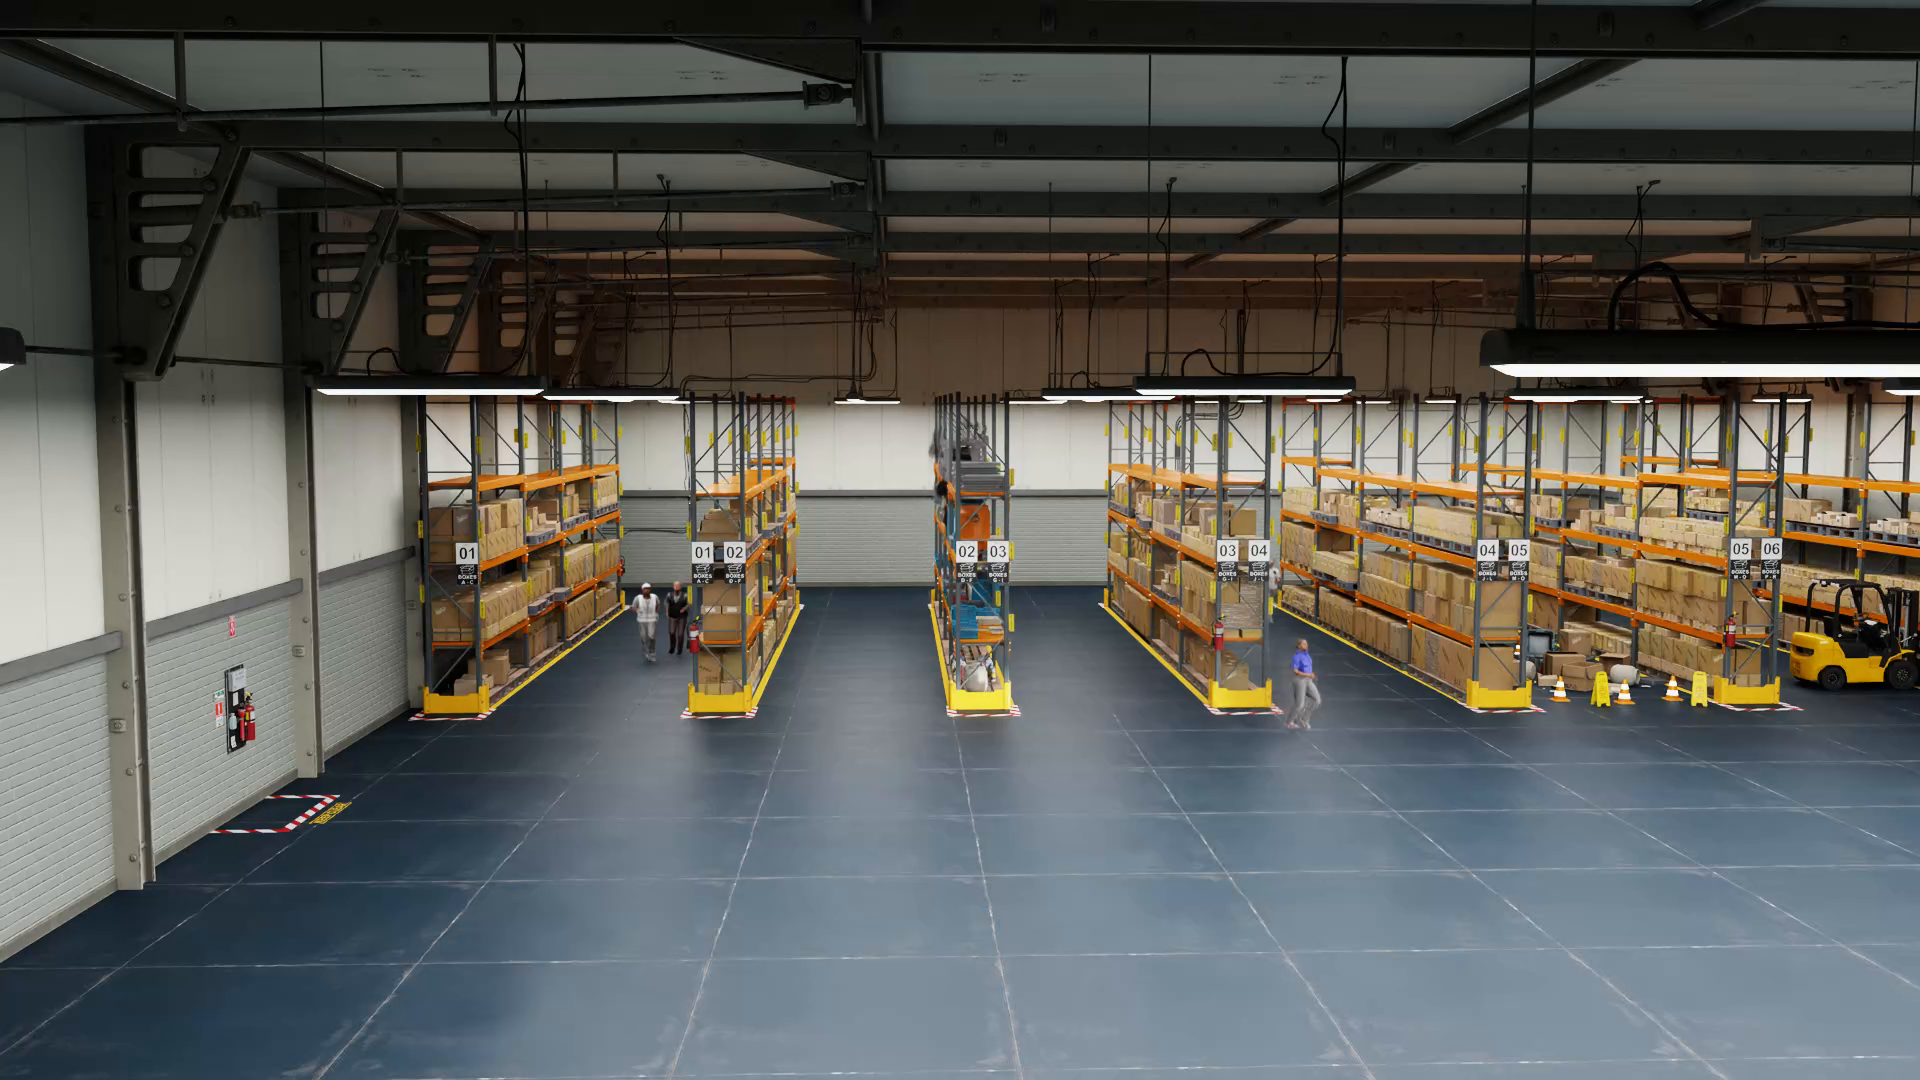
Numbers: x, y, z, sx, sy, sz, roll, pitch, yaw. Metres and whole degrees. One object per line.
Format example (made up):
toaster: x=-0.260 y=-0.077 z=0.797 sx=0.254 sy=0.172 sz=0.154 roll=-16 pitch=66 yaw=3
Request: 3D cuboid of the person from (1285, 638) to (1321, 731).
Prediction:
person: x=6.076 y=2.555 z=29.439 sx=0.576 sy=1.653 sz=0.654 roll=-5 pitch=6 yaw=-45

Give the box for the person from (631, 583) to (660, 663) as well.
person: x=-7.032 y=1.865 z=37.269 sx=0.645 sy=1.812 sz=0.714 roll=-1 pitch=5 yaw=-12

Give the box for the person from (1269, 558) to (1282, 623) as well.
person: x=8.318 y=1.326 z=44.465 sx=0.571 sy=1.709 sz=0.817 roll=0 pitch=5 yaw=3

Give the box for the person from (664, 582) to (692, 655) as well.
person: x=-6.488 y=1.808 z=38.251 sx=0.661 sy=1.706 sz=0.677 roll=0 pitch=5 yaw=-5
